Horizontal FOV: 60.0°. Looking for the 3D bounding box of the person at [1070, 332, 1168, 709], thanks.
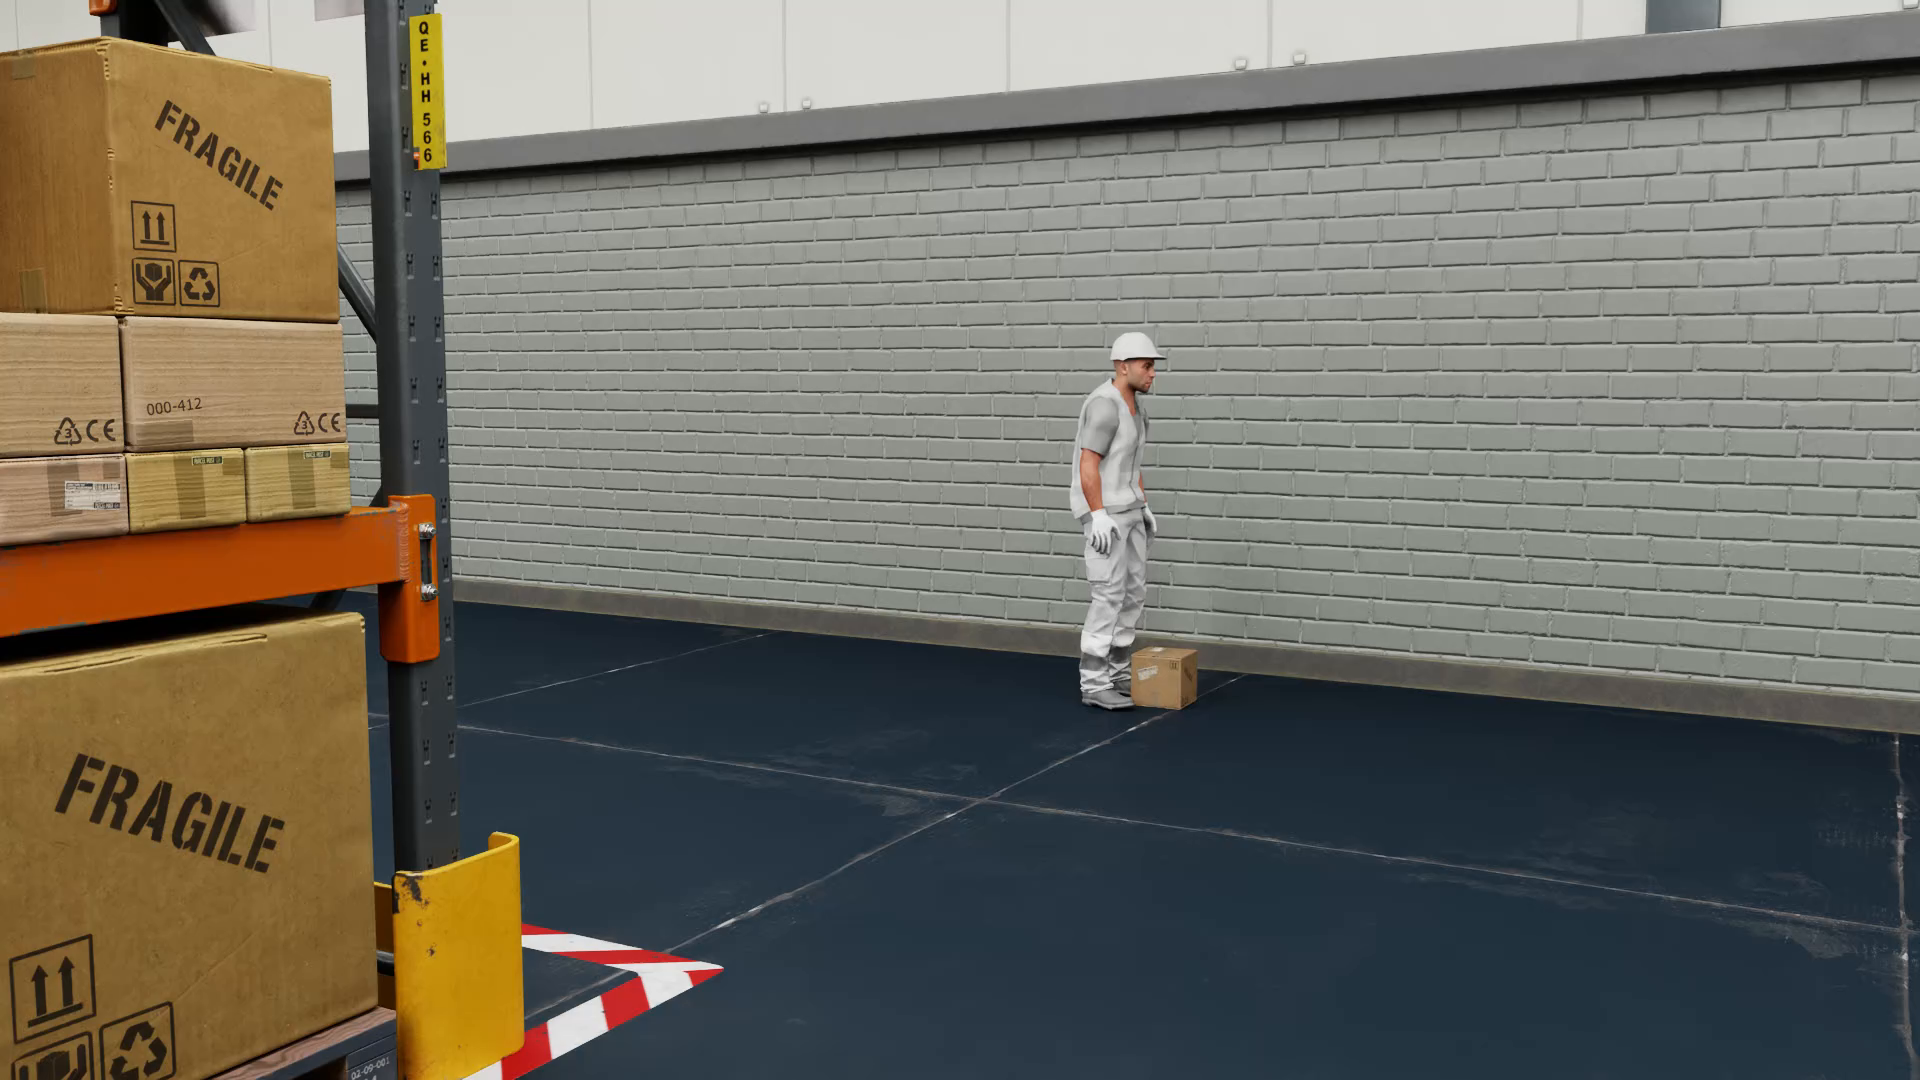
[{"bbox_3d":[0.768,-0.104,8.014,0.448,1.780,0.609,3,7,29],"label":"person"}]
